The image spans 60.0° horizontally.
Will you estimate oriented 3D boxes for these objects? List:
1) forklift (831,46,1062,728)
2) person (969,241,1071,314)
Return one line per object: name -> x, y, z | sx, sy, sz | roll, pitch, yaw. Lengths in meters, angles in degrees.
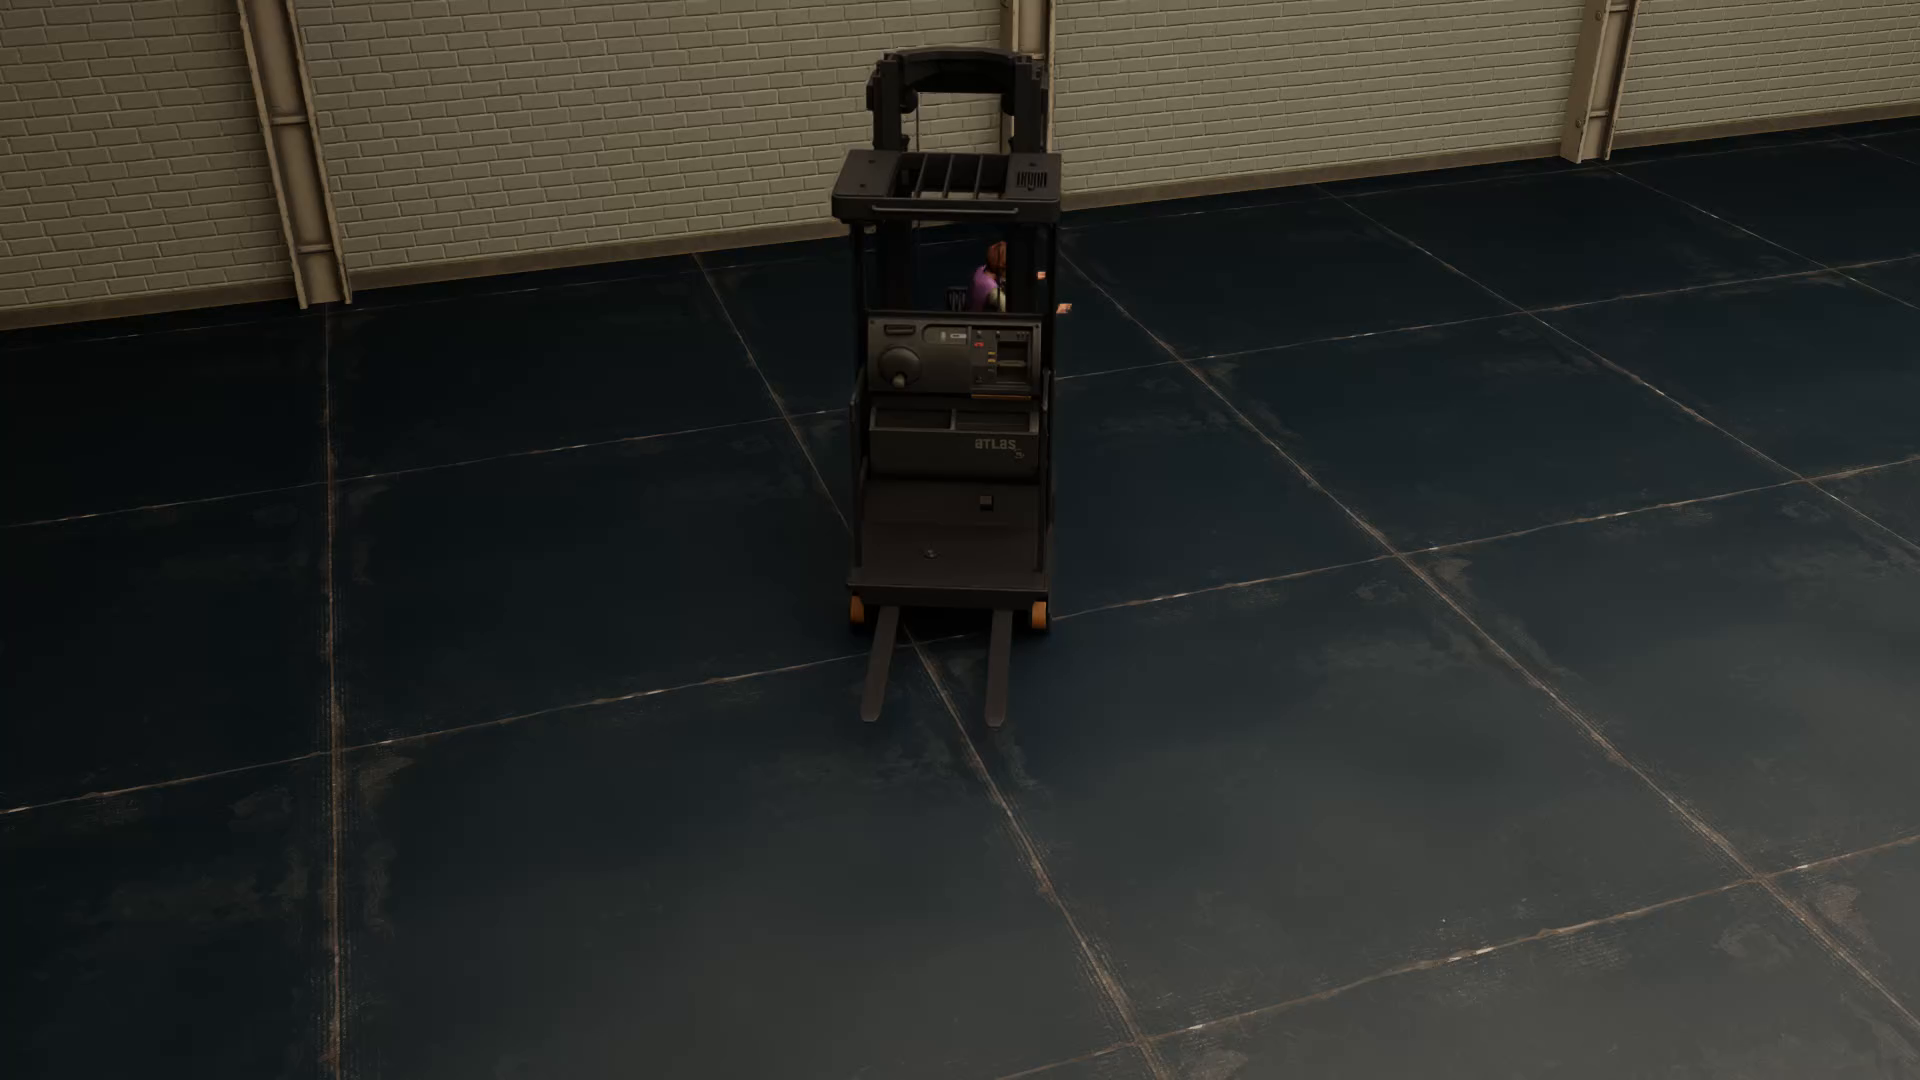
forklift -> -0.043, -0.942, 8.724 | 1.130, 2.935, 3.031 | 2, 30, 3
person -> 0.377, -1.304, 10.929 | 0.669, 1.361, 0.854 | -4, 30, -6
